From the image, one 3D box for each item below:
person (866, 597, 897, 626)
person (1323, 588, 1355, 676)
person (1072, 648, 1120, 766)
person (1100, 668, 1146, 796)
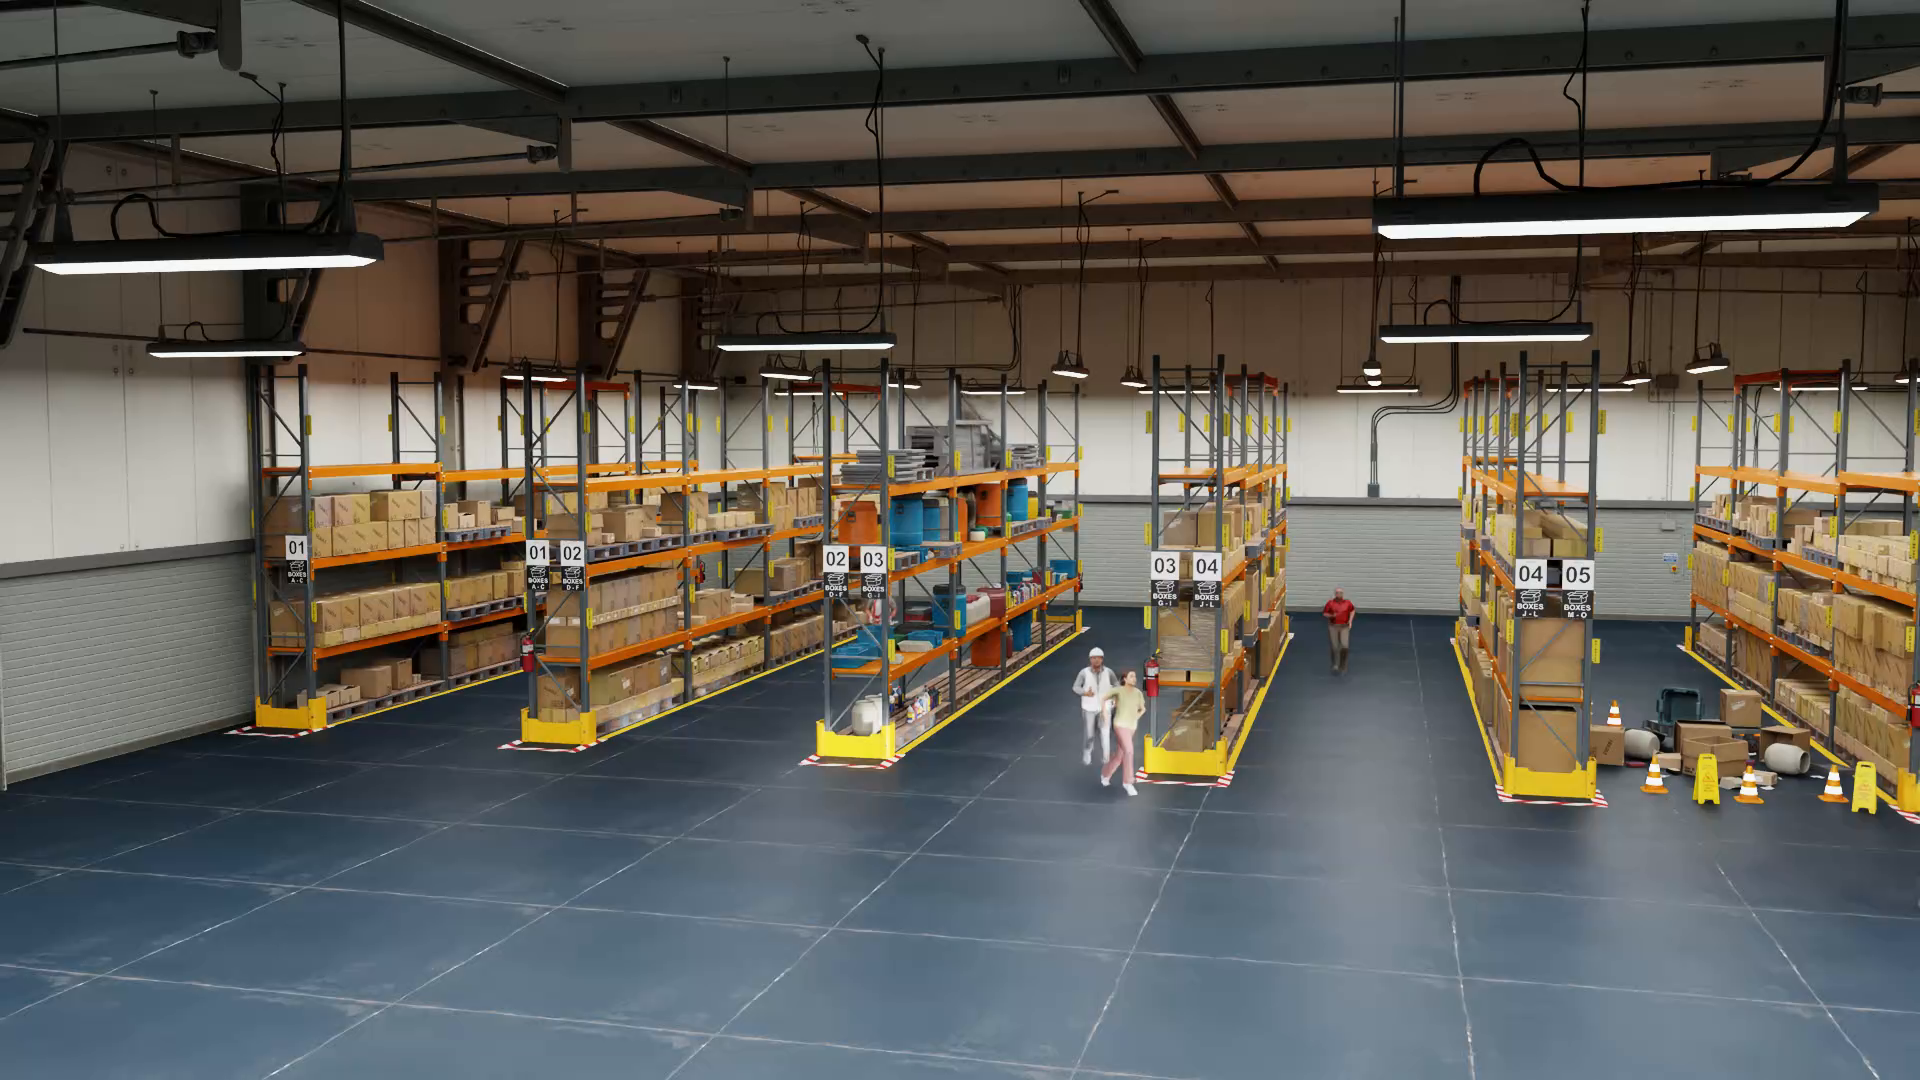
[{"bbox_3d":[-1.627,1.751,34.446,0.649,1.755,0.761,0,4,-2],"label":"person"},{"bbox_3d":[7.626,1.850,33.454,0.640,1.786,0.726,1,4,10],"label":"person"},{"bbox_3d":[1.969,2.428,23.987,0.694,1.761,0.960,0,4,0],"label":"person"},{"bbox_3d":[2.302,2.591,22.775,0.583,1.665,0.868,-2,5,-30],"label":"person"}]
